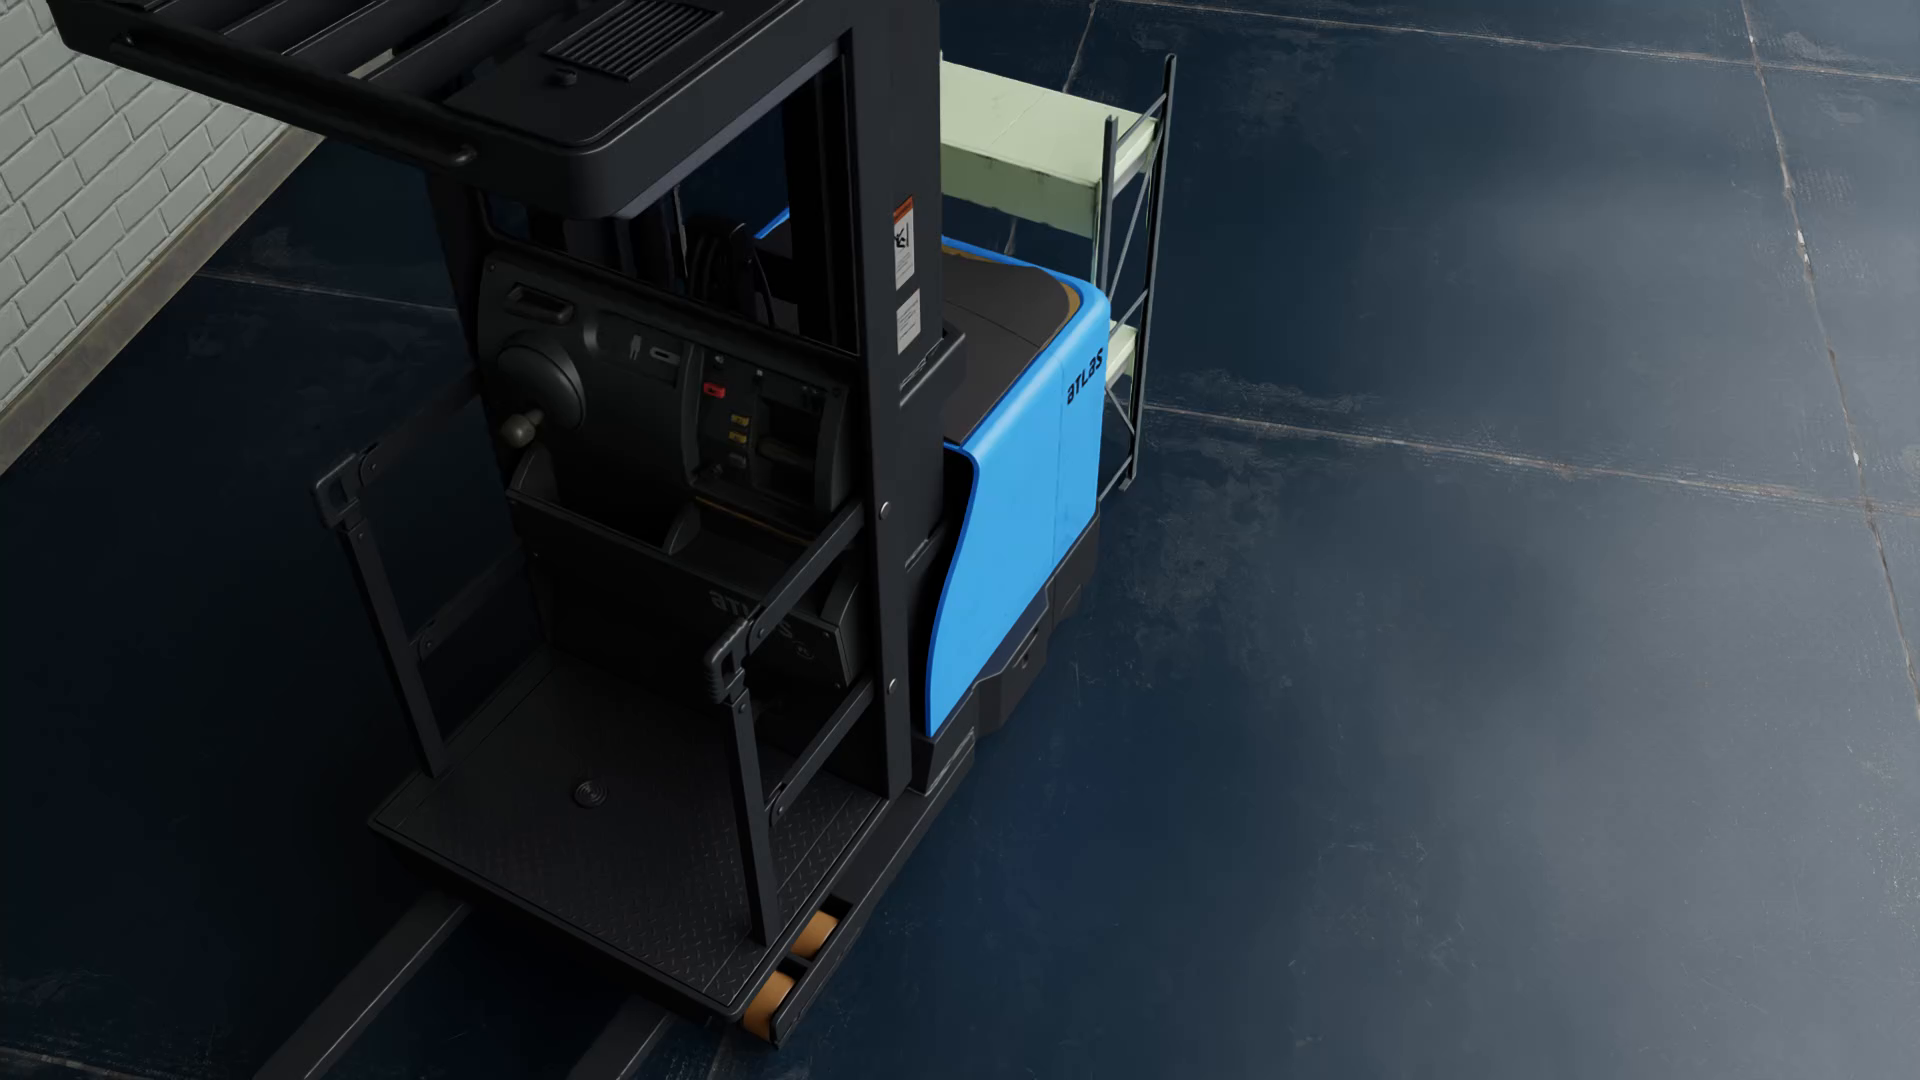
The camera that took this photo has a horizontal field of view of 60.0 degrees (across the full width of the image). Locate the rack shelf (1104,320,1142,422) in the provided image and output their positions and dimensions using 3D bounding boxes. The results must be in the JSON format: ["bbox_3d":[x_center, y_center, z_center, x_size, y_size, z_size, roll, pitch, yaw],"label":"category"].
[{"bbox_3d":[0.152,-0.523,5.182,0.720,0.370,0.431,21,48,21],"label":"rack shelf"}]

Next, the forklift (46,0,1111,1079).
[{"bbox_3d":[-0.742,-0.221,3.366,1.130,2.935,3.031,21,48,21],"label":"forklift"}]

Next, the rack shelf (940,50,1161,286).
[{"bbox_3d":[0.152,-1.039,4.685,0.720,0.370,0.431,21,48,21],"label":"rack shelf"}]

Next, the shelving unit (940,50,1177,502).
[{"bbox_3d":[0.152,-0.758,4.956,0.755,1.500,0.431,21,48,21],"label":"shelving unit"}]

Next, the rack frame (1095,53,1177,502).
[{"bbox_3d":[0.472,-0.634,4.827,0.023,1.500,0.400,21,48,21],"label":"rack frame"}]
